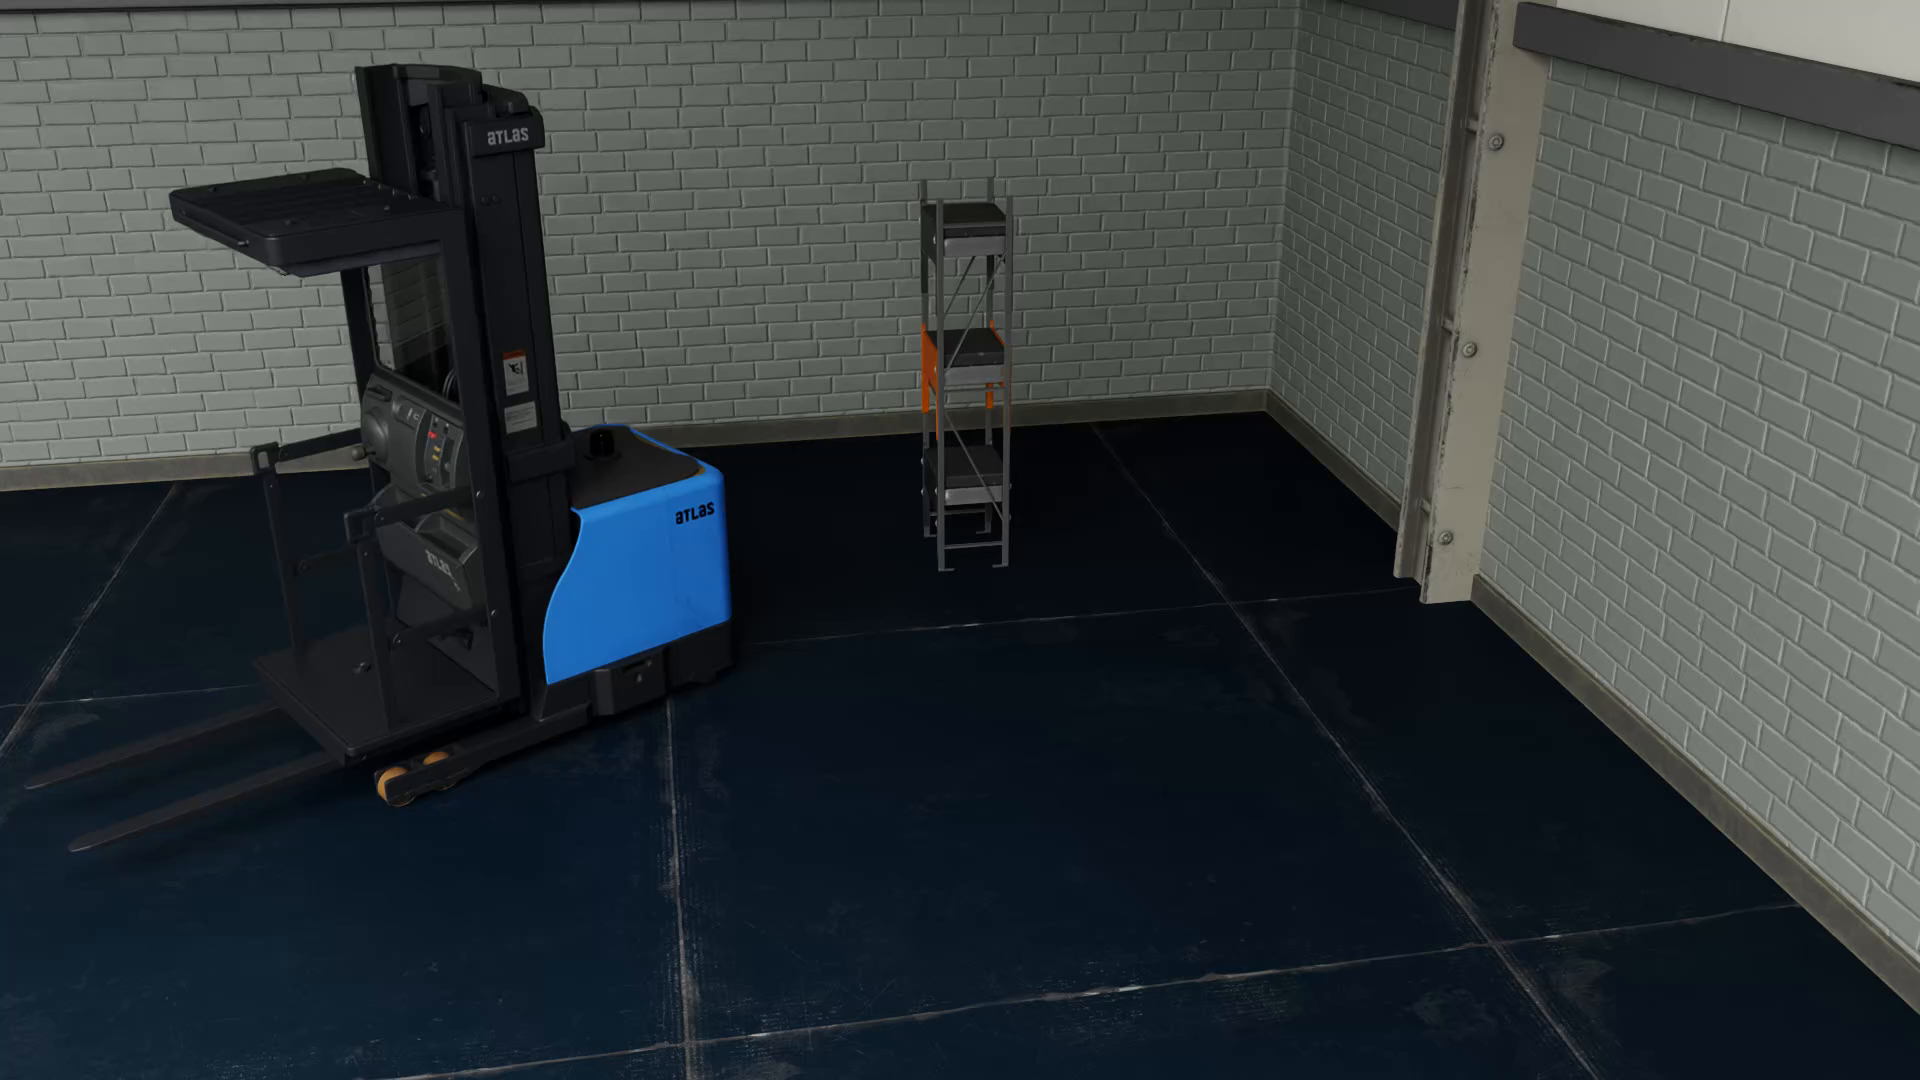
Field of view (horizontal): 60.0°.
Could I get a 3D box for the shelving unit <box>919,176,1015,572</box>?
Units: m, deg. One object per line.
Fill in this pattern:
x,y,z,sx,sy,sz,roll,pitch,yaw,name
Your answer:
0.031,-0.897,9.181,0.431,2.100,0.503,-4,24,-10,shelving unit

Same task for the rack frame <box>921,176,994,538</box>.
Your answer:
-0.015,-0.993,9.400,0.400,2.100,0.015,-4,24,-10,rack frame

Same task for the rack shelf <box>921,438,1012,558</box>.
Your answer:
0.031,-0.243,9.466,0.431,0.518,0.480,-4,24,-10,rack shelf

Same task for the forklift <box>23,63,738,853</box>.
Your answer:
-2.530,-0.436,7.086,3.031,2.935,1.130,-20,30,-38,forklift

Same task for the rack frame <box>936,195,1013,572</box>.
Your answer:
0.076,-0.801,8.961,0.400,2.100,0.015,-4,24,-10,rack frame

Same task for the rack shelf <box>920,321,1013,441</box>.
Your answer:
0.031,-0.885,9.186,0.431,0.518,0.480,-4,24,-10,rack shelf

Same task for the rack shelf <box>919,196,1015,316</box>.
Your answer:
0.031,-1.526,8.906,0.431,0.518,0.480,-4,24,-10,rack shelf

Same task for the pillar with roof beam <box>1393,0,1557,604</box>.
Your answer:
-1.619,-3.550,6.635,9.100,9.000,0.400,-4,24,-10,pillar with roof beam
